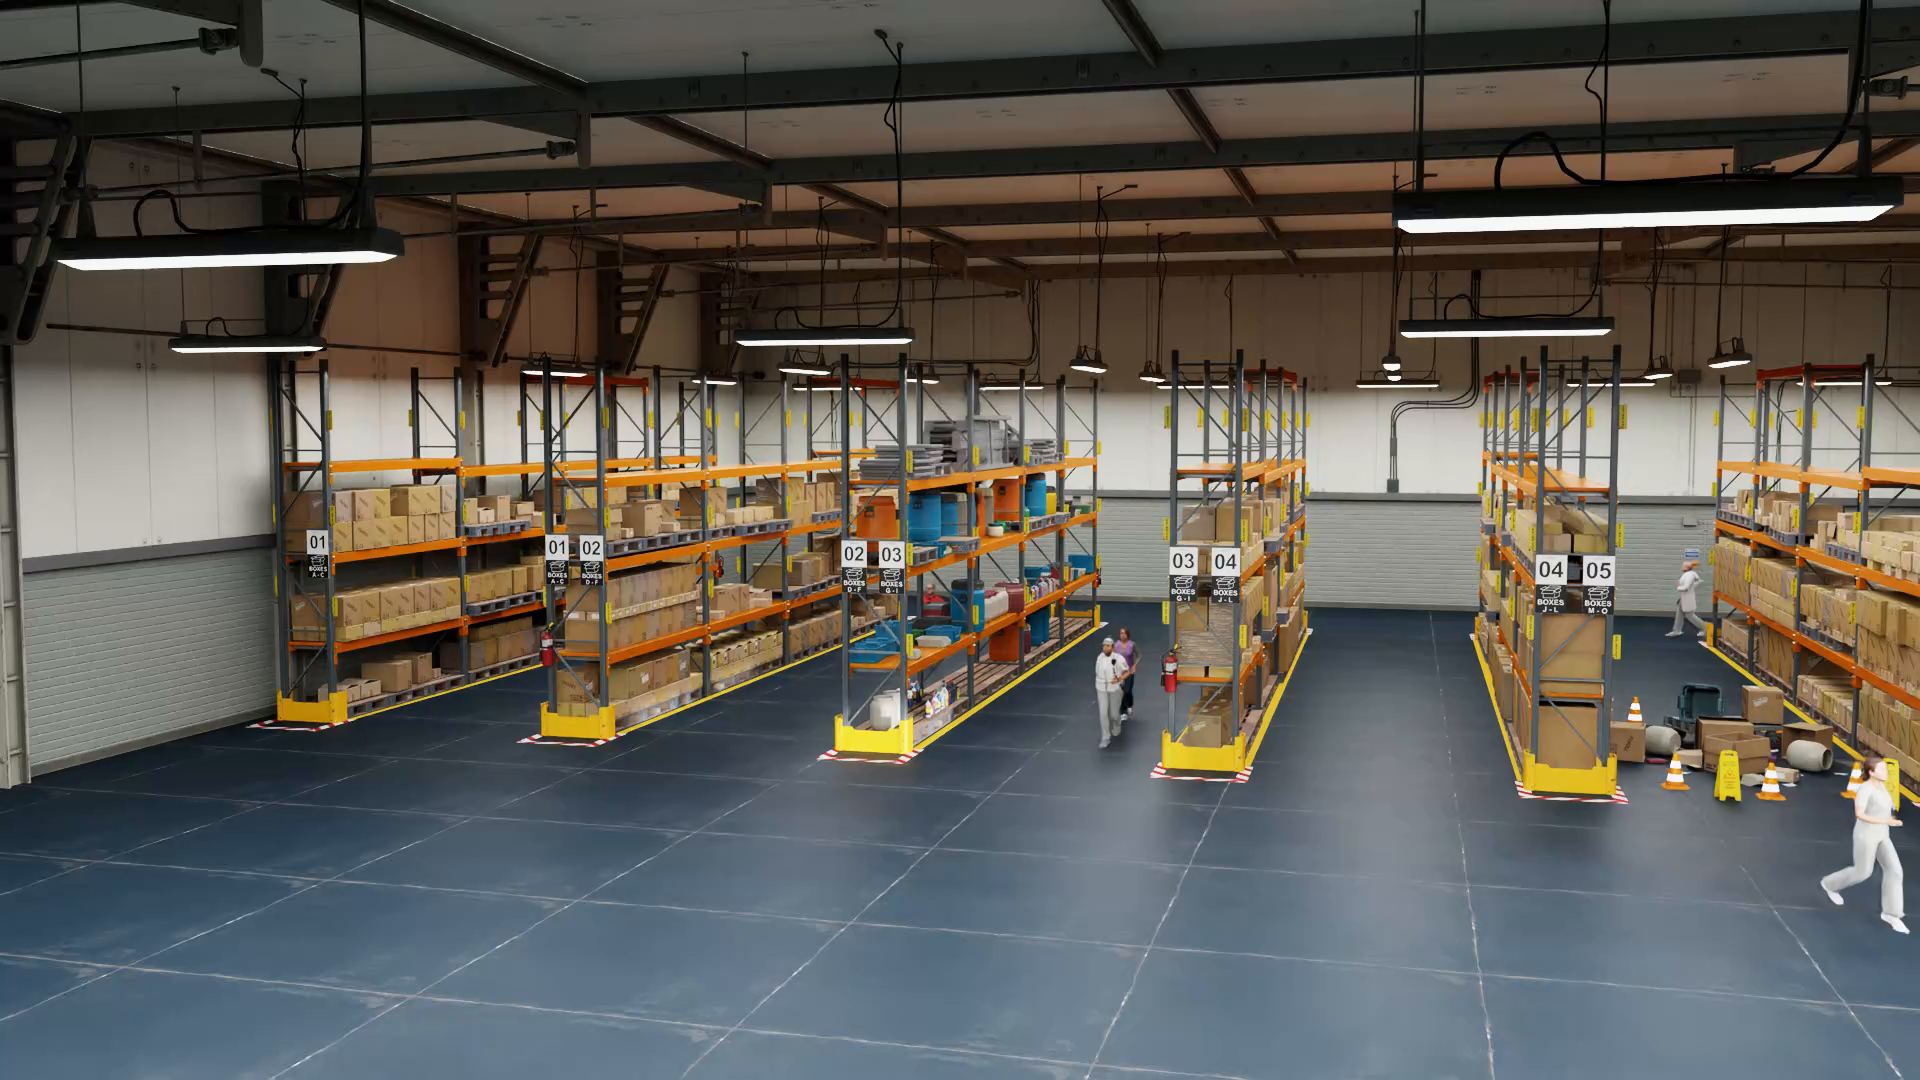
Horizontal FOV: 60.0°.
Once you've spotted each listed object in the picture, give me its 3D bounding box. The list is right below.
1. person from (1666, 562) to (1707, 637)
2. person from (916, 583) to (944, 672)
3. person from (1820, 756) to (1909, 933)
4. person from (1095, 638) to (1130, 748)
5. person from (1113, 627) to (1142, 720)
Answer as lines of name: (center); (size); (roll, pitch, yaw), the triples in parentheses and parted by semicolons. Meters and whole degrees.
person: (16.742, 1.389, 38.181); (0.977, 1.789, 0.725); (2, 5, 26)
person: (-0.599, 1.758, 33.383); (0.638, 1.801, 0.795); (1, 4, 8)
person: (9.052, 2.993, 16.599); (0.597, 1.709, 0.922); (-3, 5, -32)
person: (2.331, 2.341, 25.688); (0.600, 1.670, 0.745); (2, 4, 22)
person: (2.724, 2.230, 27.614); (0.523, 1.556, 0.534); (1, 4, 15)
